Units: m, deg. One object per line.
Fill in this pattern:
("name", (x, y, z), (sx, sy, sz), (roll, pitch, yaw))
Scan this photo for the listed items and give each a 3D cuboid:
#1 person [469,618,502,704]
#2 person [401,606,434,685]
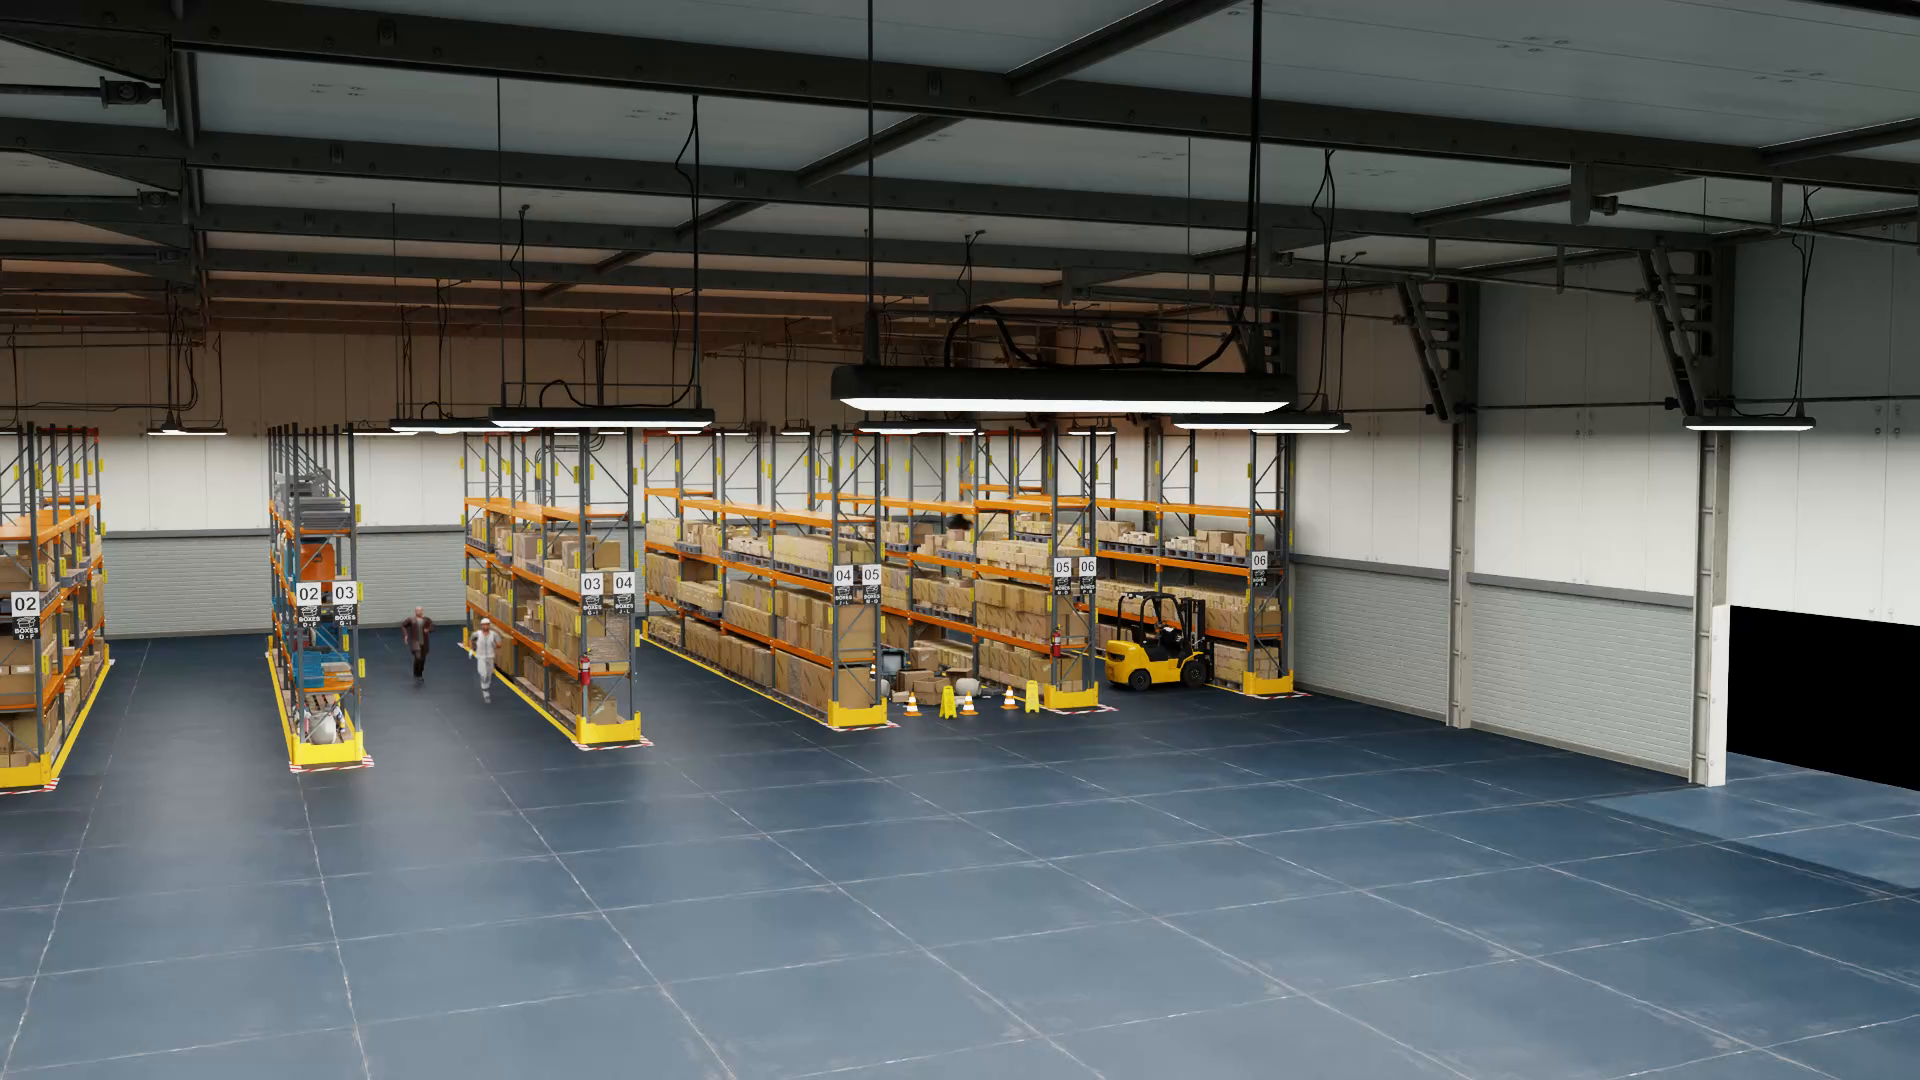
("person", (-10.308, 2.594, 36.131), (0.654, 1.813, 0.938), (-2, 4, -29))
("person", (-12.663, 2.463, 38.933), (0.669, 1.846, 0.828), (-3, 4, -37))
